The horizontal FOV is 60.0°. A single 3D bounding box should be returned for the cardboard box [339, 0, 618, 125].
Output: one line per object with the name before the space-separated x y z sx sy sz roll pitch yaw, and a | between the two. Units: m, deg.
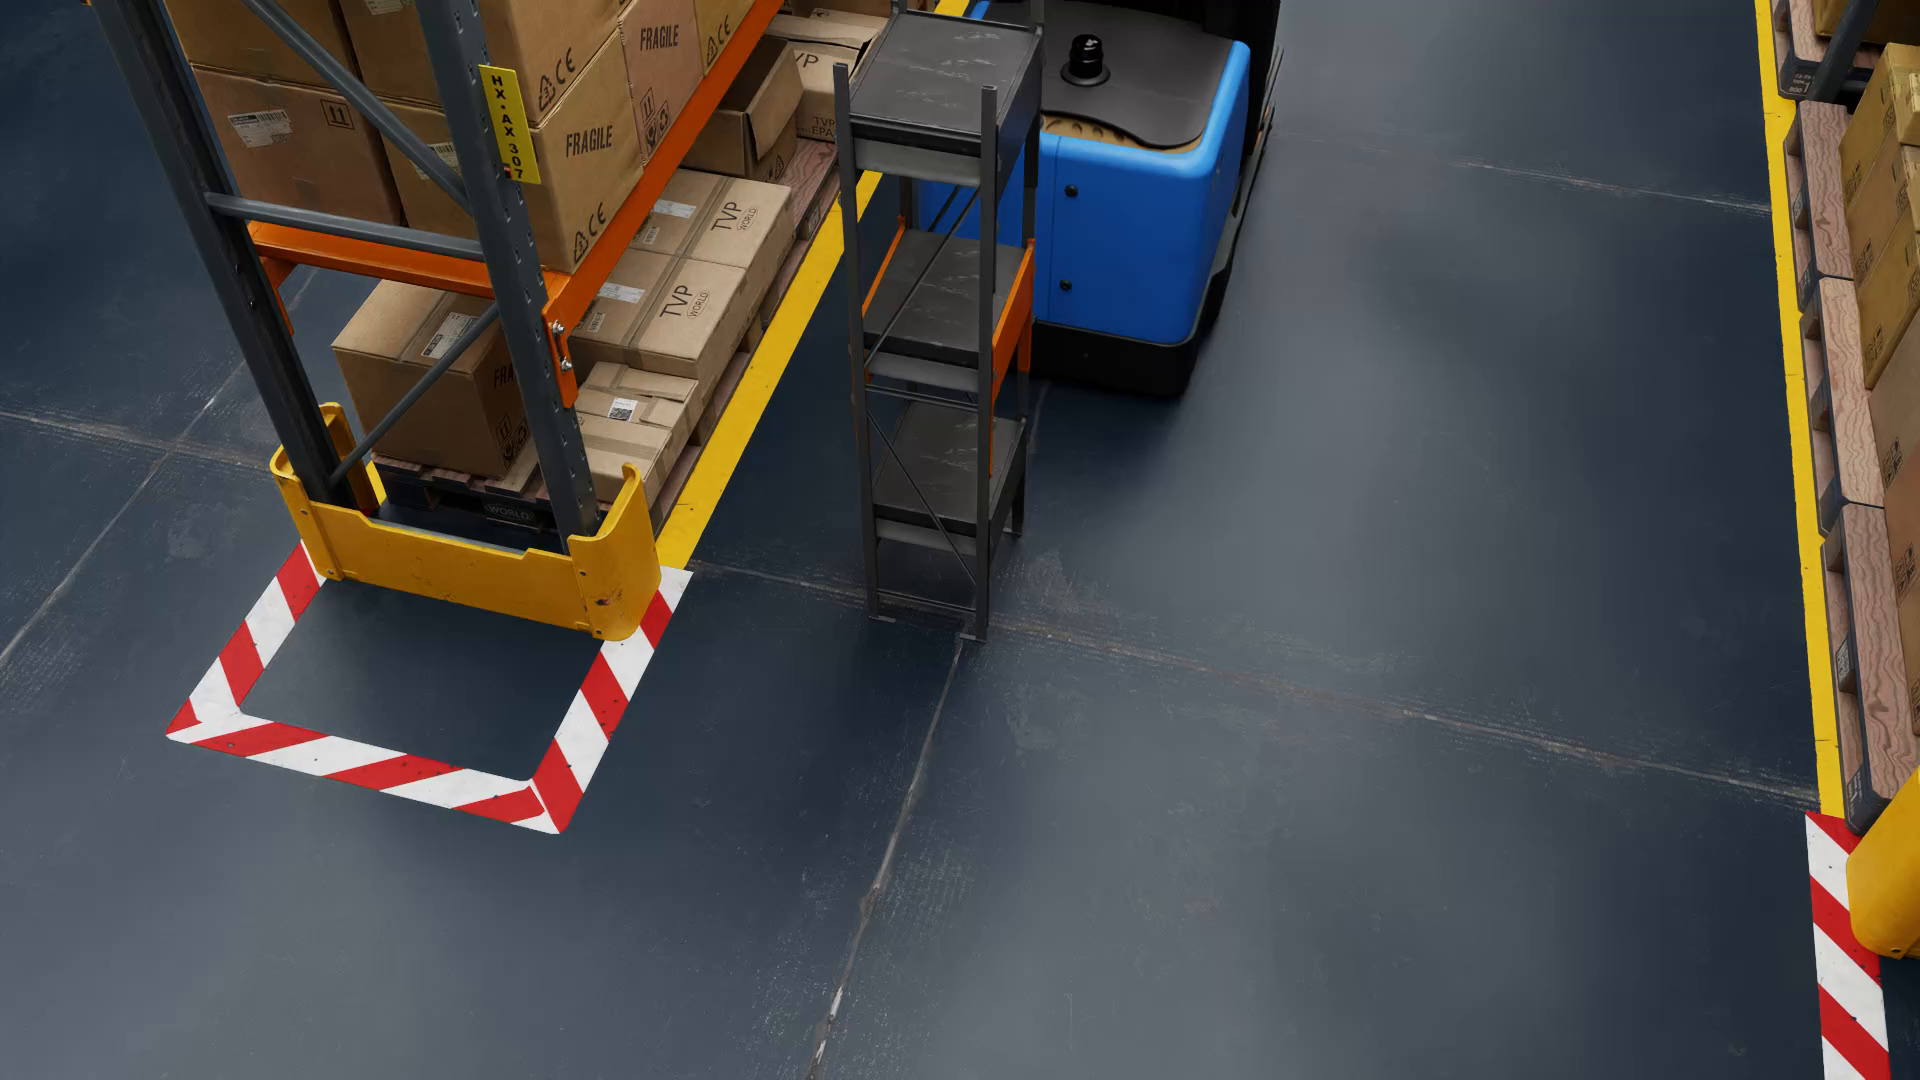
cardboard box | -1.254 -1.465 4.309 0.500 0.500 0.500 13 50 11

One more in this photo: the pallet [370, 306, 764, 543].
pallet | -1.396 -0.541 6.087 1.003 0.211 1.213 12 50 10

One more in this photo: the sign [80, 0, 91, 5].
sign | -2.155 -1.444 4.041 0.100 0.325 0.005 12 50 10

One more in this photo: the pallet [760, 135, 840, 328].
pallet | -1.073 -1.421 6.864 1.003 0.211 1.213 12 50 10

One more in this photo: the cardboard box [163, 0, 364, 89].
cardboard box | -1.773 -1.573 4.404 0.500 0.500 0.500 11 50 10

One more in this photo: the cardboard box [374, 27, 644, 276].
cardboard box | -1.254 -1.134 4.684 0.500 0.500 0.500 13 50 11

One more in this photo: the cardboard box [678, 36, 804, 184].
cardboard box | -1.062 -1.685 6.608 0.797 0.503 0.637 12 50 10

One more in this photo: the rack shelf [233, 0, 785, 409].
rack shelf | -1.099 -2.041 6.031 1.077 0.370 4.000 12 50 10

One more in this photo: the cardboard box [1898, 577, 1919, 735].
cardboard box | 3.243 0.305 4.868 0.700 0.500 0.500 12 50 10

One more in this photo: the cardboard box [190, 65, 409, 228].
cardboard box | -1.770 -1.243 4.780 0.500 0.500 0.500 13 50 11

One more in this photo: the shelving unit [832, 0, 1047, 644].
shelving unit | -0.044 -0.575 4.857 0.431 2.100 0.503 12 50 10

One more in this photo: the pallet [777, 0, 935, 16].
pallet | -0.754 -2.306 7.645 1.003 0.211 1.213 12 50 10

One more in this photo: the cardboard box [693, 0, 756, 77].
cardboard box | -0.988 -1.871 5.334 0.500 0.500 0.500 11 50 10

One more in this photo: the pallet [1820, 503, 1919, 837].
pallet | 3.290 0.471 5.193 1.003 0.211 1.213 12 50 10

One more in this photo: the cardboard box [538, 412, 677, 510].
cardboard box | -1.183 -0.270 5.595 0.380 0.149 0.250 12 50 10

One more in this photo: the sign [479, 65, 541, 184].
sign | -1.102 -1.012 4.065 0.100 0.325 0.005 12 50 10

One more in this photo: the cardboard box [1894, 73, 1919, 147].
cardboard box | 3.646 -1.545 6.067 0.380 0.149 0.250 13 50 11

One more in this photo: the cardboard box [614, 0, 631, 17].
cardboard box | -1.124 -1.845 4.644 0.500 0.500 0.500 12 50 10

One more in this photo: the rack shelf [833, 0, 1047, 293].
rack shelf | -0.044 -1.029 4.342 0.431 0.518 0.480 12 50 10

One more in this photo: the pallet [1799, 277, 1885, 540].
pallet | 3.613 -0.408 5.970 1.003 0.211 1.213 12 50 10

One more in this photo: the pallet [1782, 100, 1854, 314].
pallet | 3.932 -1.294 6.751 1.003 0.211 1.213 12 50 10

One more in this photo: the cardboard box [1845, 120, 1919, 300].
cardboard box | 3.776 -1.179 6.177 0.700 0.500 0.500 11 50 10

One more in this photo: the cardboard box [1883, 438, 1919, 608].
cardboard box | 3.374 -0.057 5.187 0.700 0.500 0.500 11 50 10

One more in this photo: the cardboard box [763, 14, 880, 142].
cardboard box | -0.646 -1.971 6.989 0.500 0.311 0.500 12 50 10

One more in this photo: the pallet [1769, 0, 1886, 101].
pallet | 4.338 -2.401 7.728 1.003 0.211 1.213 12 50 10

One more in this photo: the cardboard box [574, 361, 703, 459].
cardboard box | -1.118 -0.456 5.748 0.380 0.166 0.250 12 50 10

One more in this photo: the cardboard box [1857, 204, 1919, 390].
cardboard box | 3.639 -0.808 5.850 0.700 0.500 0.500 13 50 11

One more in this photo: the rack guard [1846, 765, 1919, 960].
rack guard | 3.148 0.987 4.546 1.175 0.500 0.348 12 50 10

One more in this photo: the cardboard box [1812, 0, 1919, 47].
cardboard box | 4.253 -2.674 7.263 0.750 0.750 0.750 12 50 10

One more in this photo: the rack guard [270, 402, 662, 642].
rack guard | -1.605 -0.060 5.470 1.175 0.500 0.348 12 50 10

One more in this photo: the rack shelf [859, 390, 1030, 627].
rack shelf | -0.044 -0.103 5.392 0.431 0.518 0.480 12 50 10

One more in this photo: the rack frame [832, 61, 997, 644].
rack frame | -0.108 -0.399 4.701 0.400 2.100 0.015 12 50 10

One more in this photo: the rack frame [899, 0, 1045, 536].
rack frame | 0.021 -0.752 5.013 0.400 2.100 0.015 12 50 10

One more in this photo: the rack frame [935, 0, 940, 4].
rack frame | -0.572 -3.726 7.038 1.000 3.000 0.127 12 50 10

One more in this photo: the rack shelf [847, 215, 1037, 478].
rack shelf | -0.044 -0.566 4.867 0.431 0.518 0.480 12 50 10

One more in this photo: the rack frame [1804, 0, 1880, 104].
rack frame | 4.208 -2.751 6.177 1.000 3.000 0.127 12 50 10

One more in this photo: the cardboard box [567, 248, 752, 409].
cardboard box | -1.077 -0.767 5.967 0.500 0.250 0.500 12 50 10

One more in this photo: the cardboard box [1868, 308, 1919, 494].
cardboard box | 3.506 -0.421 5.508 0.700 0.500 0.500 10 49 9

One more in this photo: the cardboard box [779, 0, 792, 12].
cardboard box | -0.892 -2.721 7.650 0.500 0.311 0.500 12 50 10

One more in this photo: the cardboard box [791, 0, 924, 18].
cardboard box | -0.449 -2.576 7.397 0.500 0.500 0.500 12 50 10

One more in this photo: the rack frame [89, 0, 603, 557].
rack frame | -1.625 -0.832 4.484 1.000 3.000 0.127 12 50 10

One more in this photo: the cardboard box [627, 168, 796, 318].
cardboard box | -0.945 -1.129 6.286 0.500 0.250 0.500 12 50 10

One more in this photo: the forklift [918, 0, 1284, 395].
forklift | 0.742 -2.636 6.122 1.130 2.935 3.031 12 50 11

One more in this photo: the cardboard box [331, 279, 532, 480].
cardboard box | -1.720 -0.593 5.646 0.500 0.500 0.500 12 50 10

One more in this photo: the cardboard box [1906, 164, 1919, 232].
cardboard box | 3.508 -1.167 5.734 0.380 0.149 0.250 10 49 9

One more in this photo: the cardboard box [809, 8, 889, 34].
cardboard box | -0.490 -2.177 7.279 0.380 0.149 0.250 12 50 10

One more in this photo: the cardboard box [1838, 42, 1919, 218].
cardboard box | 3.912 -1.542 6.497 0.700 0.500 0.500 12 50 11

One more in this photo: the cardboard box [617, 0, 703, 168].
cardboard box | -1.123 -1.509 5.014 0.500 0.500 0.500 11 50 10
